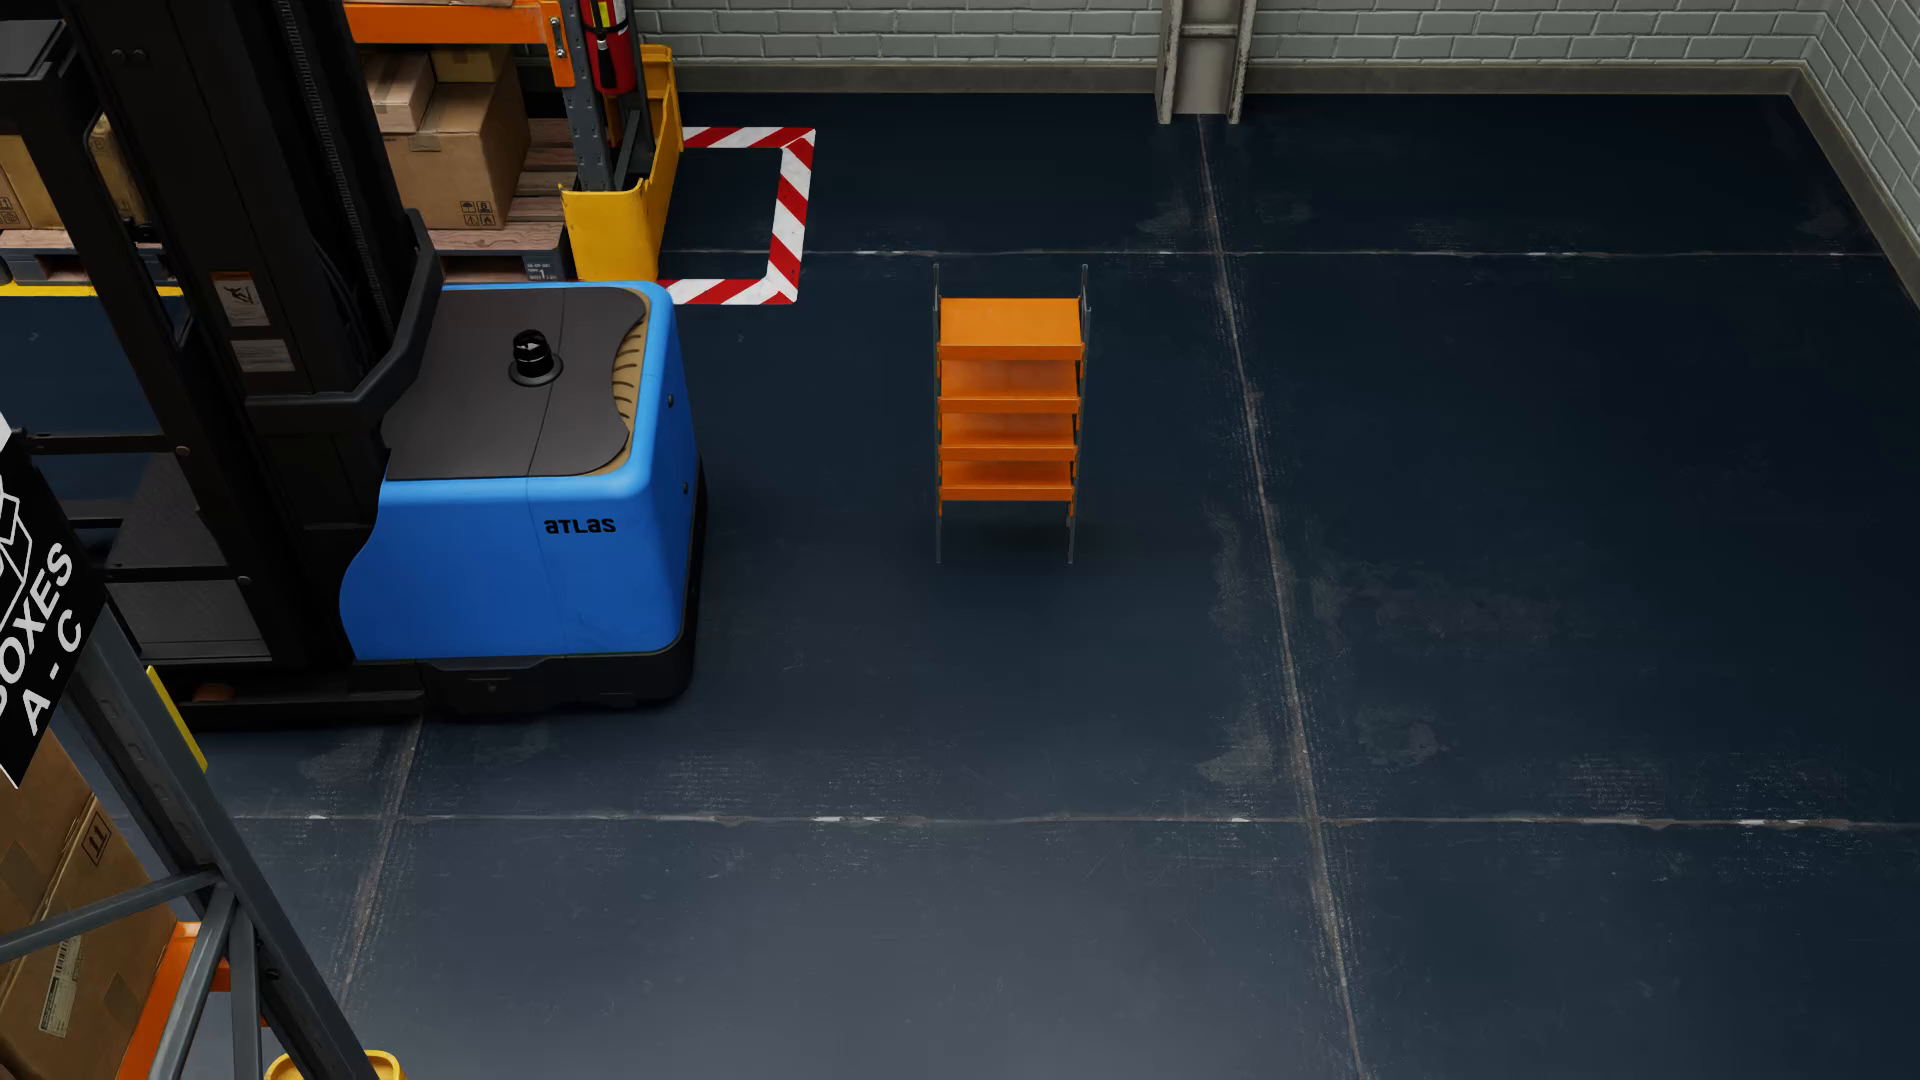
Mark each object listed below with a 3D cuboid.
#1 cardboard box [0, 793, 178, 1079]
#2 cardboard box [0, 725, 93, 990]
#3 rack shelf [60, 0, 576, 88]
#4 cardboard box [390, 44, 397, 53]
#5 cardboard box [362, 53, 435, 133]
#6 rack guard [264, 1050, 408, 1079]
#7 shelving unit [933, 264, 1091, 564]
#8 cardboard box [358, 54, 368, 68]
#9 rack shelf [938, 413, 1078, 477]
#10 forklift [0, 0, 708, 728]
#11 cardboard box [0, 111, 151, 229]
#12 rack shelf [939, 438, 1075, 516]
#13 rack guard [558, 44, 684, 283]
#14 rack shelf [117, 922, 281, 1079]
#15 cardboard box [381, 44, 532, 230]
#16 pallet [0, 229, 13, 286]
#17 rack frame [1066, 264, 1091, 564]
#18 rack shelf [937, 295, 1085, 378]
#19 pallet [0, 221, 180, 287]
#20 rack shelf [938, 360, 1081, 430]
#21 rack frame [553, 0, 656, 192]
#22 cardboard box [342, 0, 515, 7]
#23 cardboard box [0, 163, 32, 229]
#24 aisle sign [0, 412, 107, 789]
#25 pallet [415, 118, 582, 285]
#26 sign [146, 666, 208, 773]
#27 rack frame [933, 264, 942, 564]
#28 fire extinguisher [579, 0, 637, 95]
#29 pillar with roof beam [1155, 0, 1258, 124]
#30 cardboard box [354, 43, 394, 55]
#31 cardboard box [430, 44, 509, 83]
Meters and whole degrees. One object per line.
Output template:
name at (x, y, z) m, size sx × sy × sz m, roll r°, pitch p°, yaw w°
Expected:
cardboard box at (-1.986, 0.849, 3.343) m, size 0.500 × 0.500 × 0.500 m, roll 1°, pitch 47°, yaw 1°
cardboard box at (-1.986, 0.508, 2.977) m, size 0.500 × 0.500 × 0.500 m, roll 1°, pitch 47°, yaw 1°
rack shelf at (-3.529, -2.309, 6.842) m, size 4.000 × 0.370 × 1.077 m, roll 0°, pitch 47°, yaw 0°
cardboard box at (-2.729, -1.771, 7.270) m, size 0.500 × 0.500 × 0.700 m, roll 0°, pitch 47°, yaw 0°
cardboard box at (-2.358, -1.857, 6.907) m, size 0.250 × 0.149 × 0.380 m, roll 0°, pitch 47°, yaw 0°
rack guard at (-1.619, 1.928, 4.114) m, size 0.348 × 0.500 × 1.175 m, roll 0°, pitch 47°, yaw 0°
shelving unit at (0.166, -0.408, 5.810) m, size 0.503 × 1.200 × 0.258 m, roll 0°, pitch 47°, yaw 0°
cardboard box at (-2.614, -1.857, 6.907) m, size 0.250 × 0.149 × 0.380 m, roll 1°, pitch 47°, yaw 1°
rack shelf at (0.166, -0.362, 5.860) m, size 0.480 × 0.148 × 0.258 m, roll 0°, pitch 47°, yaw 0°
forklift at (-2.451, -0.752, 4.948) m, size 3.031 × 2.935 × 1.130 m, roll -2°, pitch 47°, yaw -2°
cardboard box at (-3.766, -1.767, 7.267) m, size 0.500 × 0.500 × 0.700 m, roll 1°, pitch 47°, yaw 1°
rack shelf at (0.166, -0.227, 6.005) m, size 0.480 × 0.148 × 0.258 m, roll 0°, pitch 47°, yaw 0°
rack guard at (-1.505, -1.697, 7.488) m, size 0.348 × 0.500 × 1.175 m, roll 0°, pitch 47°, yaw 0°
rack shelf at (-3.543, 1.317, 3.467) m, size 4.000 × 0.370 × 1.077 m, roll 0°, pitch 47°, yaw 0°
cardboard box at (-2.229, -1.769, 7.268) m, size 0.500 × 0.500 × 0.700 m, roll 0°, pitch 47°, yaw 0°
pallet at (-4.769, -1.551, 7.549) m, size 1.213 × 0.211 × 1.003 m, roll 0°, pitch 47°, yaw 0°
rack frame at (0.410, -0.408, 5.810) m, size 0.015 × 1.200 × 0.240 m, roll 0°, pitch 47°, yaw 0°
rack shelf at (0.166, -0.676, 5.523) m, size 0.480 × 0.148 × 0.258 m, roll 0°, pitch 47°, yaw 0°
pallet at (-3.545, -1.549, 7.548) m, size 1.213 × 0.211 × 1.003 m, roll 0°, pitch 47°, yaw 0°
rack shelf at (0.166, -0.515, 5.696) m, size 0.480 × 0.148 × 0.258 m, roll 0°, pitch 47°, yaw 0°
rack frame at (-1.529, -2.549, 6.573) m, size 0.127 × 3.000 × 1.000 m, roll 0°, pitch 47°, yaw 0°
cardboard box at (-2.039, -2.645, 6.458) m, size 0.700 × 0.700 × 0.980 m, roll 2°, pitch 47°, yaw 2°
cardboard box at (-4.279, -1.771, 7.270) m, size 0.500 × 0.500 × 0.700 m, roll 0°, pitch 47°, yaw 0°
aisle sign at (-1.474, -0.024, 2.447) m, size 0.004 × 0.787 × 0.394 m, roll 0°, pitch 47°, yaw 0°
pallet at (-2.329, -1.544, 7.543) m, size 1.213 × 0.211 × 1.003 m, roll 0°, pitch 47°, yaw 0°
sign at (-1.542, 0.385, 3.251) m, size 0.005 × 0.325 × 0.100 m, roll 0°, pitch 47°, yaw 0°
rack frame at (-0.078, -0.409, 5.811) m, size 0.015 × 1.200 × 0.240 m, roll 0°, pitch 47°, yaw 0°
fire extinguisher at (-1.380, -2.057, 6.423) m, size 0.183 × 0.674 × 0.296 m, roll 0°, pitch 47°, yaw 0°
pillar with roof beam at (1.159, -2.068, 2.027) m, size 0.400 × 9.000 × 9.100 m, roll 0°, pitch 47°, yaw 0°
cardboard box at (-2.610, -2.137, 7.168) m, size 0.250 × 0.149 × 0.380 m, roll 0°, pitch 47°, yaw 0°
cardboard box at (-2.103, -2.136, 7.167) m, size 0.250 × 0.149 × 0.380 m, roll 0°, pitch 47°, yaw 0°
